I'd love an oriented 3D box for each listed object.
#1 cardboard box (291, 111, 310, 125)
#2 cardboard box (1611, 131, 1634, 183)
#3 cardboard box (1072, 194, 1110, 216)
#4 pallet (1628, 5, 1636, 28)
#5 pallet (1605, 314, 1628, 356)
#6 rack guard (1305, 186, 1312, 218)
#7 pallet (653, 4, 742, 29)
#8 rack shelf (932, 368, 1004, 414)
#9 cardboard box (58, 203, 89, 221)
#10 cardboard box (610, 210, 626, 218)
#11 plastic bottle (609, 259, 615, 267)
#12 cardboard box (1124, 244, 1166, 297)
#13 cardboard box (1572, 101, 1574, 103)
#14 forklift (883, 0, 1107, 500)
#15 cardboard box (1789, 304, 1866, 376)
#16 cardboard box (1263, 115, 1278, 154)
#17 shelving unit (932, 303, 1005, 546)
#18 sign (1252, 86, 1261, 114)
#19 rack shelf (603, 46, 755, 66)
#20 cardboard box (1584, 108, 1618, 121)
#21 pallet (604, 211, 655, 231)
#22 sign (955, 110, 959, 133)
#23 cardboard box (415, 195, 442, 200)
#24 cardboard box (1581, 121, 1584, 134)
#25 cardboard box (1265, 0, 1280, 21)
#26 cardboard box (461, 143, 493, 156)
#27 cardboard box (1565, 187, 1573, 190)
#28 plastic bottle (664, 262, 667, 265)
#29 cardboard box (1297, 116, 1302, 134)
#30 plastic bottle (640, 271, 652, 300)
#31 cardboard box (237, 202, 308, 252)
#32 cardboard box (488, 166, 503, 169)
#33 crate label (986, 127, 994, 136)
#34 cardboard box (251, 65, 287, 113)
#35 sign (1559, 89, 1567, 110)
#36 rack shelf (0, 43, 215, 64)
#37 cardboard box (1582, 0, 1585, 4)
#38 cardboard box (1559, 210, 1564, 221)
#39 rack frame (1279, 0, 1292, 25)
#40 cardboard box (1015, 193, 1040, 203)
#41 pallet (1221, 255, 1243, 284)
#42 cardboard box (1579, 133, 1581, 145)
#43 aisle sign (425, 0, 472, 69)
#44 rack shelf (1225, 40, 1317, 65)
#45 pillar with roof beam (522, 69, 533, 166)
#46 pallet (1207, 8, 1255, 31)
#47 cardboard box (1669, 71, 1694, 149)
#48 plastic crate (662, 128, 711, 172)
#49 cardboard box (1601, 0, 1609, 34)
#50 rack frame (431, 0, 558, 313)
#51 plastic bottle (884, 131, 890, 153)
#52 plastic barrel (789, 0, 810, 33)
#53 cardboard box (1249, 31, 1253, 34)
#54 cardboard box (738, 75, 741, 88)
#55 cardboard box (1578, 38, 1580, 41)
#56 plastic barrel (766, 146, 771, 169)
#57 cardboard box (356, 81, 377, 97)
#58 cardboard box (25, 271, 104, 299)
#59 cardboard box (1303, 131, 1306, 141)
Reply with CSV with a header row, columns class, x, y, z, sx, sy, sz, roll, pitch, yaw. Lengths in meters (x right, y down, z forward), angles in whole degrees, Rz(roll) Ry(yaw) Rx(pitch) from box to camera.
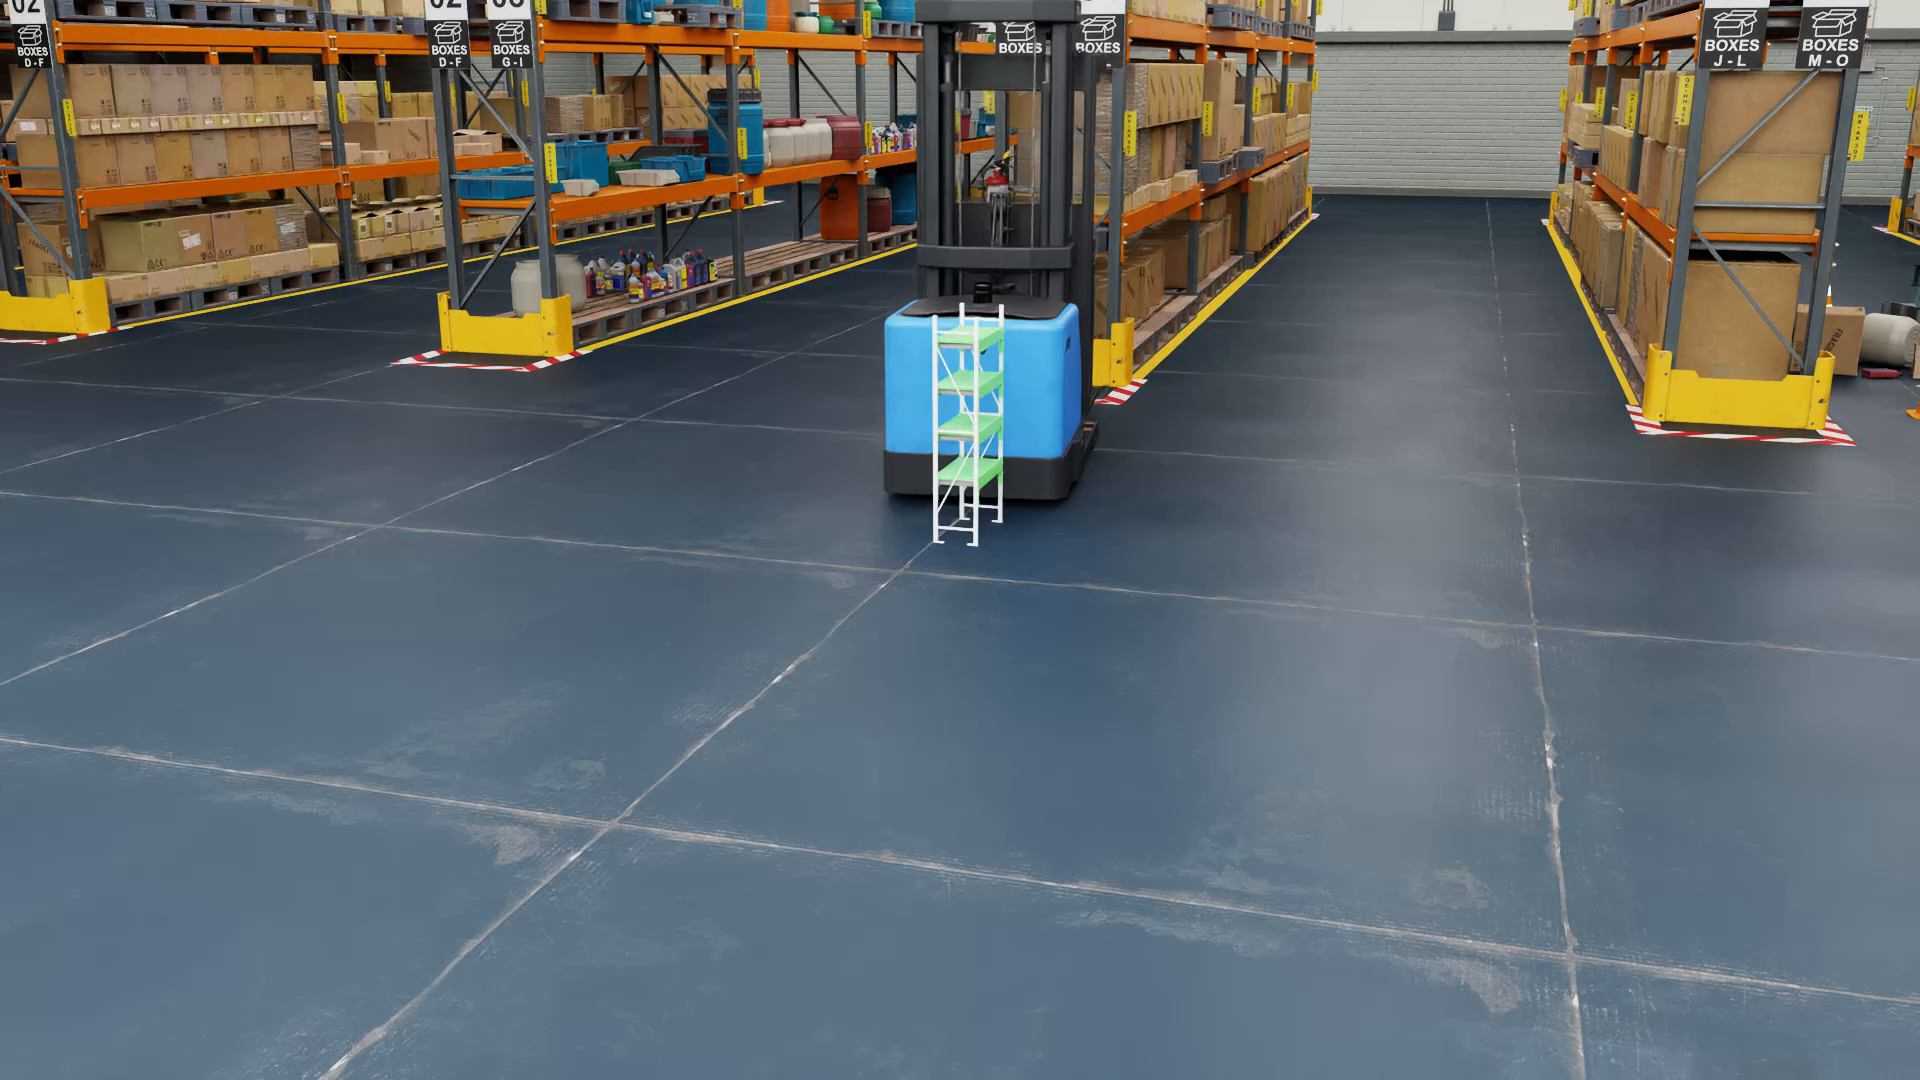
class,x,y,z,sx,sy,sz,roll,pitch,yaw
cardboard box,-7.539,-4.734,18.650,0.380,0.149,0.250,4,16,15
cardboard box,6.808,-3.816,16.601,0.500,0.500,0.500,5,17,16
cardboard box,1.075,-2.646,13.120,0.380,0.149,0.250,5,16,16
pallet,7.318,-5.279,16.793,1.003,0.211,1.213,5,17,18
pallet,6.338,-1.811,14.829,1.003,0.211,1.213,5,16,16
rack guard,5.319,-5.700,28.009,1.175,0.500,0.348,5,16,16
pallet,-2.958,-5.297,16.856,1.213,0.211,1.003,5,16,16
rack shelf,0.047,-0.790,8.770,0.258,0.148,0.480,5,16,16
cardboard box,-12.053,-4.251,22.095,0.700,0.500,0.500,4,16,15
cardboard box,-5.478,-5.217,25.500,0.500,0.500,0.500,5,17,17
plastic bottle,-3.615,-2.777,17.296,0.061,0.283,0.133,5,17,18
cardboard box,1.750,-2.655,16.503,0.500,0.500,0.500,4,16,14
cardboard box,9.060,-6.044,23.913,0.500,0.500,0.500,5,16,16
forklift,0.320,-1.992,10.480,1.130,2.935,3.031,3,16,9
cardboard box,7.171,-1.659,13.756,0.500,0.500,0.500,8,18,25
cardboard box,4.015,-5.488,22.498,0.500,0.500,0.500,4,16,15
shelving unit,0.047,-0.621,8.818,0.258,1.200,0.503,5,16,16
sign,3.562,-5.283,19.980,0.100,0.325,0.005,5,16,16
rack shelf,-4.753,-8.239,28.202,1.077,0.370,4.000,5,16,16
cardboard box,7.539,-4.989,19.522,0.380,0.149,0.250,4,16,15
pallet,-5.516,-5.062,26.288,1.003,0.211,1.213,5,16,16
sign,-0.046,-6.324,25.121,0.100,0.325,0.005,5,16,16
cardboard box,-7.030,-4.469,22.331,0.500,0.311,0.500,4,16,14
cardboard box,7.616,-4.920,19.824,0.380,0.149,0.250,5,17,17
cardboard box,4.020,-7.390,22.939,0.700,0.500,0.500,5,17,17
cardboard box,-6.449,-5.195,22.108,0.380,0.149,0.250,5,16,16
cardboard box,9.416,-5.282,25.321,0.380,0.149,0.250,4,16,13
plastic bottle,-3.005,-2.721,17.099,0.061,0.283,0.133,5,16,16
cardboard box,4.996,-6.417,25.688,0.500,0.250,0.500,5,16,16
plastic bottle,-3.088,-2.507,16.344,0.061,0.283,0.133,5,17,17
cardboard box,-7.670,-3.498,18.559,0.500,0.500,0.500,5,16,16
cardboard box,-9.038,-6.857,31.320,0.700,0.500,0.500,5,16,16
crate label,0.353,-6.806,27.699,0.396,0.136,0.243,5,16,16
cardboard box,-7.857,-4.949,18.221,0.700,0.500,0.500,5,16,16
sign,9.519,-6.944,26.227,0.100,0.325,0.005,5,16,16
rack shelf,-11.777,-6.529,22.174,1.077,0.370,4.000,5,16,16
cardboard box,9.124,-7.753,23.798,0.380,0.149,0.250,4,16,15
cardboard box,9.210,-4.872,24.965,0.380,0.149,0.250,4,16,13
rack frame,4.175,-8.736,23.138,1.000,3.000,0.127,5,16,16
cardboard box,0.648,-2.680,13.241,0.380,0.149,0.250,5,16,16
pallet,2.815,-3.257,19.927,1.003,0.211,1.213,5,16,16
cardboard box,7.684,-4.835,20.070,0.380,0.149,0.250,4,16,15
aisle sign,-4.289,-4.349,13.902,0.394,0.787,0.004,5,16,16
rack shelf,4.744,-7.470,25.490,1.077,0.370,4.000,5,16,16
pillar with roof beam,-4.870,-11.374,32.440,9.100,9.000,0.400,5,16,16
pallet,2.471,-5.534,17.692,1.213,0.211,1.003,5,16,16
cardboard box,5.702,-3.136,12.135,0.875,0.550,0.550,5,16,16
plastic crate,-3.003,-4.322,18.453,0.402,0.464,0.583,5,16,16
cardboard box,7.814,-6.184,19.456,0.500,0.500,0.500,5,16,16
rack frame,-3.984,-3.094,14.242,1.000,3.000,0.127,5,16,16
plastic bottle,-0.998,-5.432,22.698,0.061,0.283,0.133,5,16,16
plastic barrel,-2.152,-6.674,20.445,0.600,0.901,0.600,0,16,0
cardboard box,3.139,-6.031,19.373,0.500,0.250,0.500,5,16,16
cardboard box,-4.190,-7.925,29.256,0.500,0.500,0.500,5,17,17
cardboard box,9.221,-7.351,24.027,0.500,0.250,0.500,5,16,16
plastic barrel,-2.324,-4.409,19.129,0.301,0.262,0.301,0,16,0
cardboard box,-9.959,-7.422,27.359,0.500,0.250,0.500,5,17,17
cardboard box,-8.862,-2.522,16.493,0.500,0.250,0.500,5,16,16
cardboard box,5.310,-6.457,26.559,0.380,0.149,0.250,5,17,17
